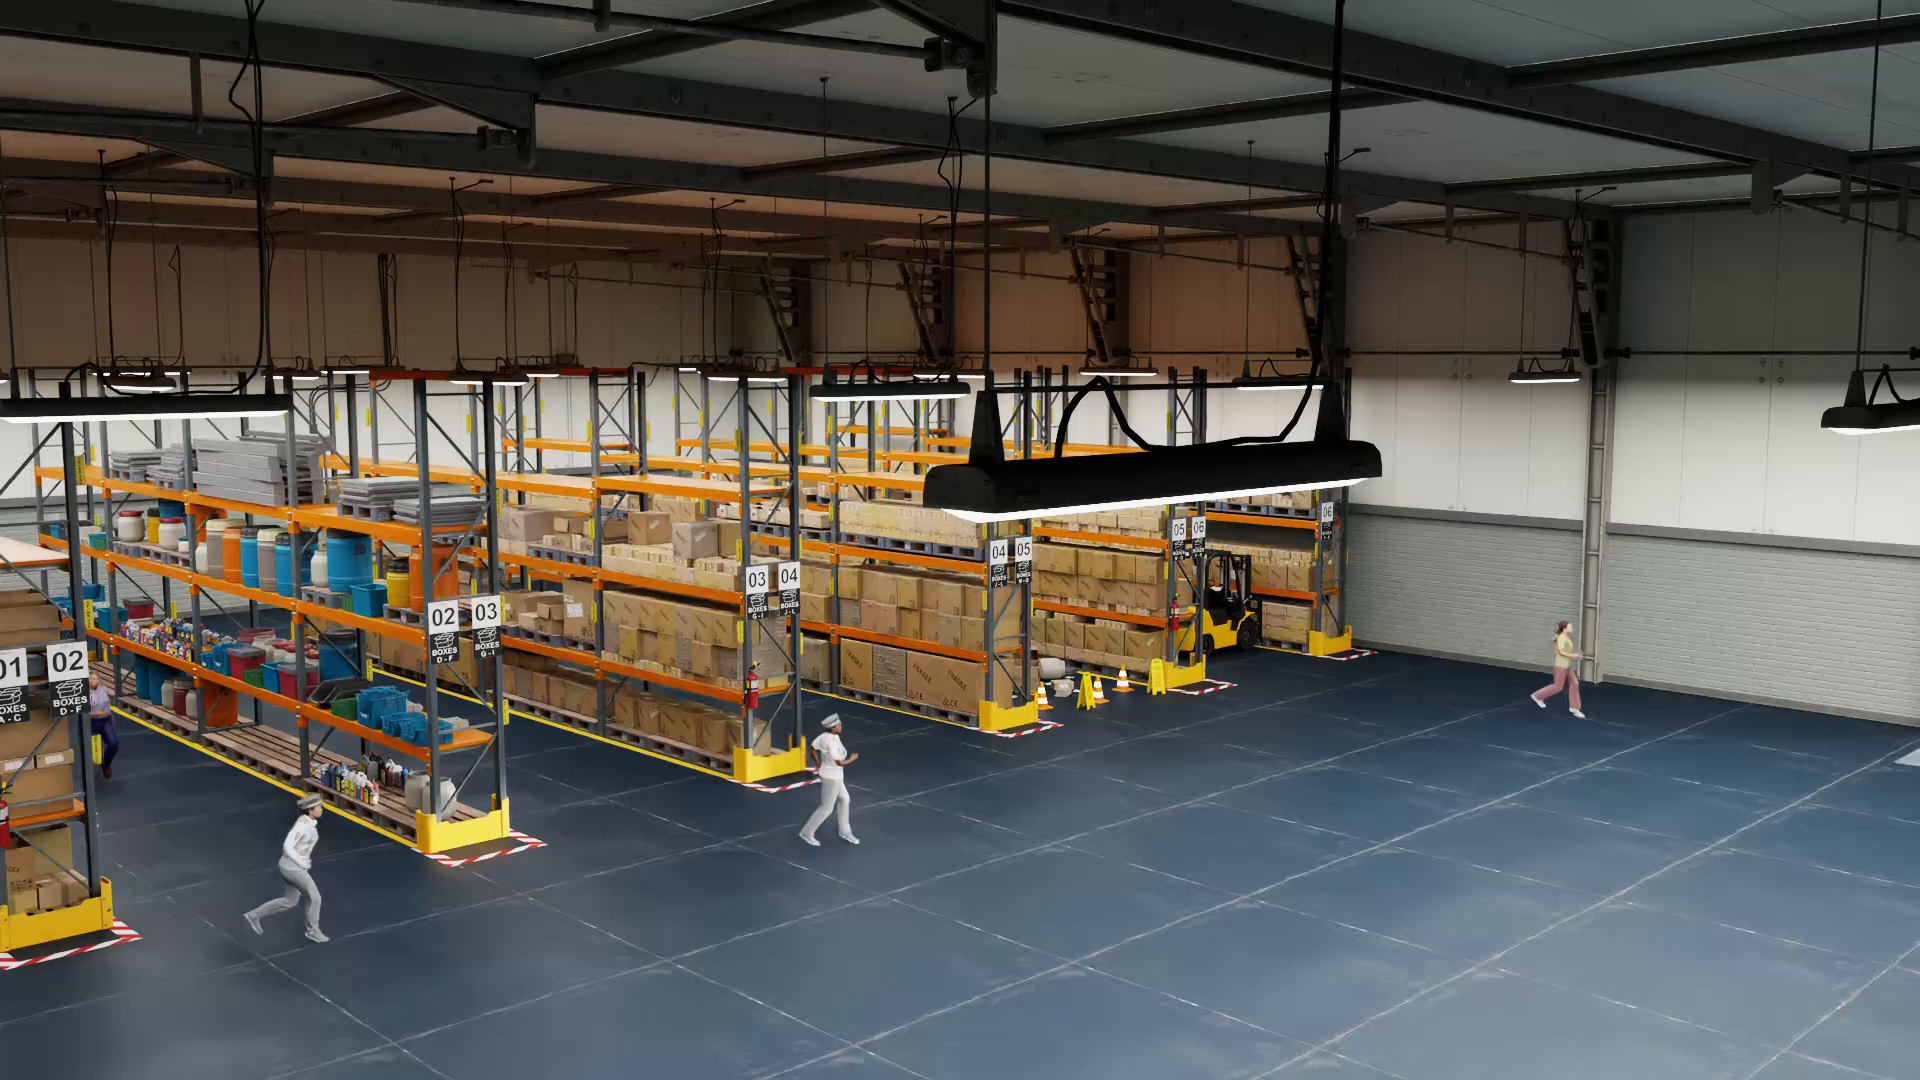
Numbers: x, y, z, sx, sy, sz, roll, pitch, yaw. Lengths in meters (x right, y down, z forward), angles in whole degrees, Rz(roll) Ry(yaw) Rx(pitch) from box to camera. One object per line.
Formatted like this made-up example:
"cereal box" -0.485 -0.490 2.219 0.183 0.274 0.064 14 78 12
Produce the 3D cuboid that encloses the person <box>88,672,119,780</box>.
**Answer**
"person" -12.724 2.759 24.537 0.643 1.617 0.579 5 8 36

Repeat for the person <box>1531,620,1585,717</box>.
"person" 10.489 2.242 29.085 0.922 1.708 0.608 3 7 24

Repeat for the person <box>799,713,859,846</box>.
"person" -1.676 3.086 21.281 0.806 1.741 0.603 -2 7 -15

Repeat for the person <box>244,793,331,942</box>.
"person" -7.204 3.556 17.739 0.853 1.675 0.621 -2 7 -15
